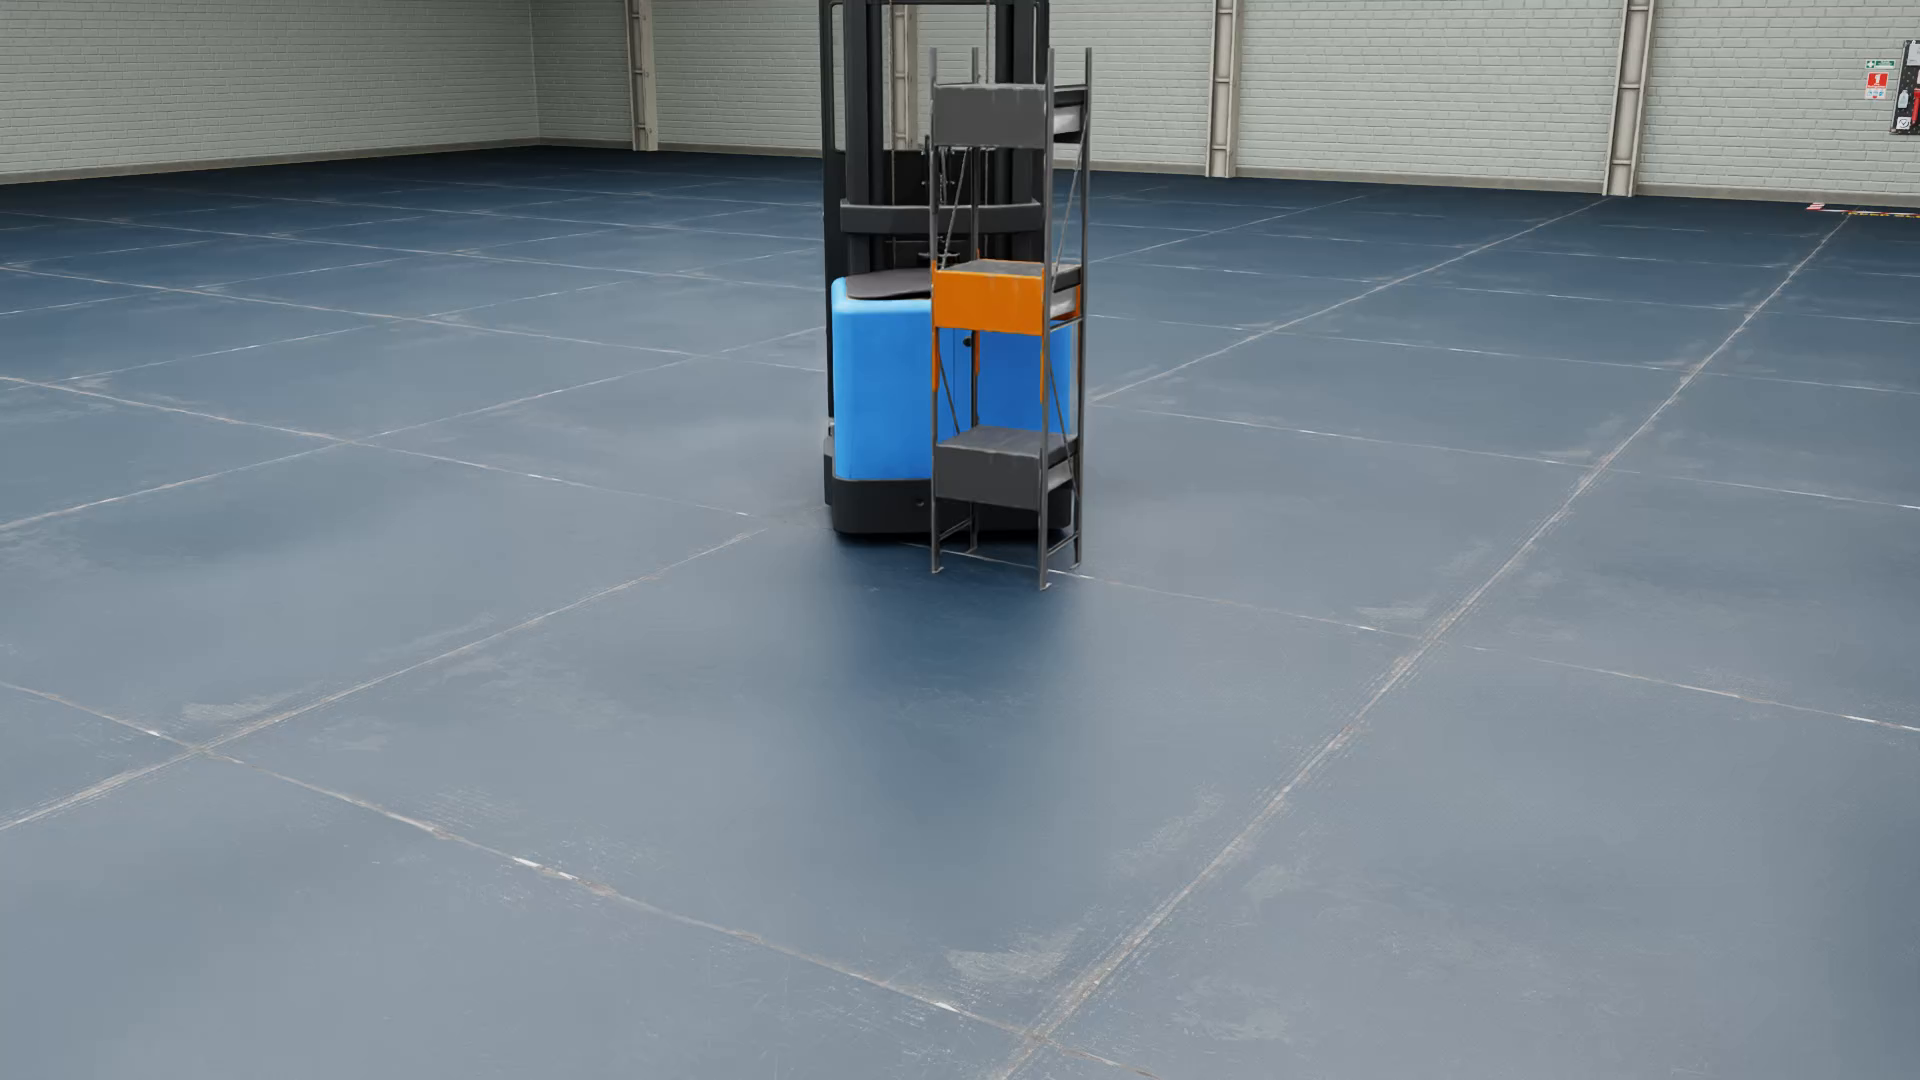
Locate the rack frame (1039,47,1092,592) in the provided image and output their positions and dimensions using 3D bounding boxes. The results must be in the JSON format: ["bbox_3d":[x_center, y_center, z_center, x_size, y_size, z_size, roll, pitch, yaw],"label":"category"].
[{"bbox_3d":[0.415,-0.847,6.557,0.015,2.100,0.400,8,19,25],"label":"rack frame"}]

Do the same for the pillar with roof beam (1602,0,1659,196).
[{"bbox_3d":[6.982,-8.076,18.484,0.400,9.000,9.100,10,20,30],"label":"pillar with roof beam"}]

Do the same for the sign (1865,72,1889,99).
[{"bbox_3d":[11.845,-5.871,21.486,0.234,0.329,0.001,10,20,30],"label":"sign"}]

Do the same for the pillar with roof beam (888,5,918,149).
[{"bbox_3d":[-3.243,-9.901,24.493,0.400,9.000,9.100,10,20,30],"label":"pillar with roof beam"}]

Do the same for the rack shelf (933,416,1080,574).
[{"bbox_3d":[0.197,-0.196,6.869,0.480,0.518,0.431,8,19,25],"label":"rack shelf"}]

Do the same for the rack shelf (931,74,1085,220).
[{"bbox_3d":[0.197,-1.536,6.462,0.480,0.518,0.431,8,19,25],"label":"rack shelf"}]

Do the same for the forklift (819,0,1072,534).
[{"bbox_3d":[-0.142,-1.809,8.293,1.130,2.935,3.031,-1,17,-4],"label":"forklift"}]

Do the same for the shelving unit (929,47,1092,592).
[{"bbox_3d":[0.197,-0.879,6.662,0.503,2.100,0.431,8,19,25],"label":"shelving unit"}]

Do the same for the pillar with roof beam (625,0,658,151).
[{"bbox_3d":[-8.356,-10.814,27.498,0.400,9.000,9.100,10,20,30],"label":"pillar with roof beam"}]

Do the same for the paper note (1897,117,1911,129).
[{"bbox_3d":[12.147,-5.367,21.403,0.142,0.148,0.016,10,20,30],"label":"paper note"}]

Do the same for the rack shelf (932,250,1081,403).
[{"bbox_3d":[0.197,-0.866,6.666,0.480,0.518,0.431,8,19,25],"label":"rack shelf"}]

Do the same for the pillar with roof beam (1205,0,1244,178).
[{"bbox_3d":[1.869,-8.988,21.489,0.400,9.000,9.100,10,20,30],"label":"pillar with roof beam"}]

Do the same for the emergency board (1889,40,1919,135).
[{"bbox_3d":[12.264,-5.750,21.150,0.626,1.169,0.157,10,20,30],"label":"emergency board"}]

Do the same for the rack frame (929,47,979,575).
[{"bbox_3d":[-0.021,-0.910,6.766,0.015,2.100,0.400,8,19,25],"label":"rack frame"}]

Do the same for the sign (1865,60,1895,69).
[{"bbox_3d":[11.844,-6.122,21.400,0.331,0.109,0.001,10,20,30],"label":"sign"}]
